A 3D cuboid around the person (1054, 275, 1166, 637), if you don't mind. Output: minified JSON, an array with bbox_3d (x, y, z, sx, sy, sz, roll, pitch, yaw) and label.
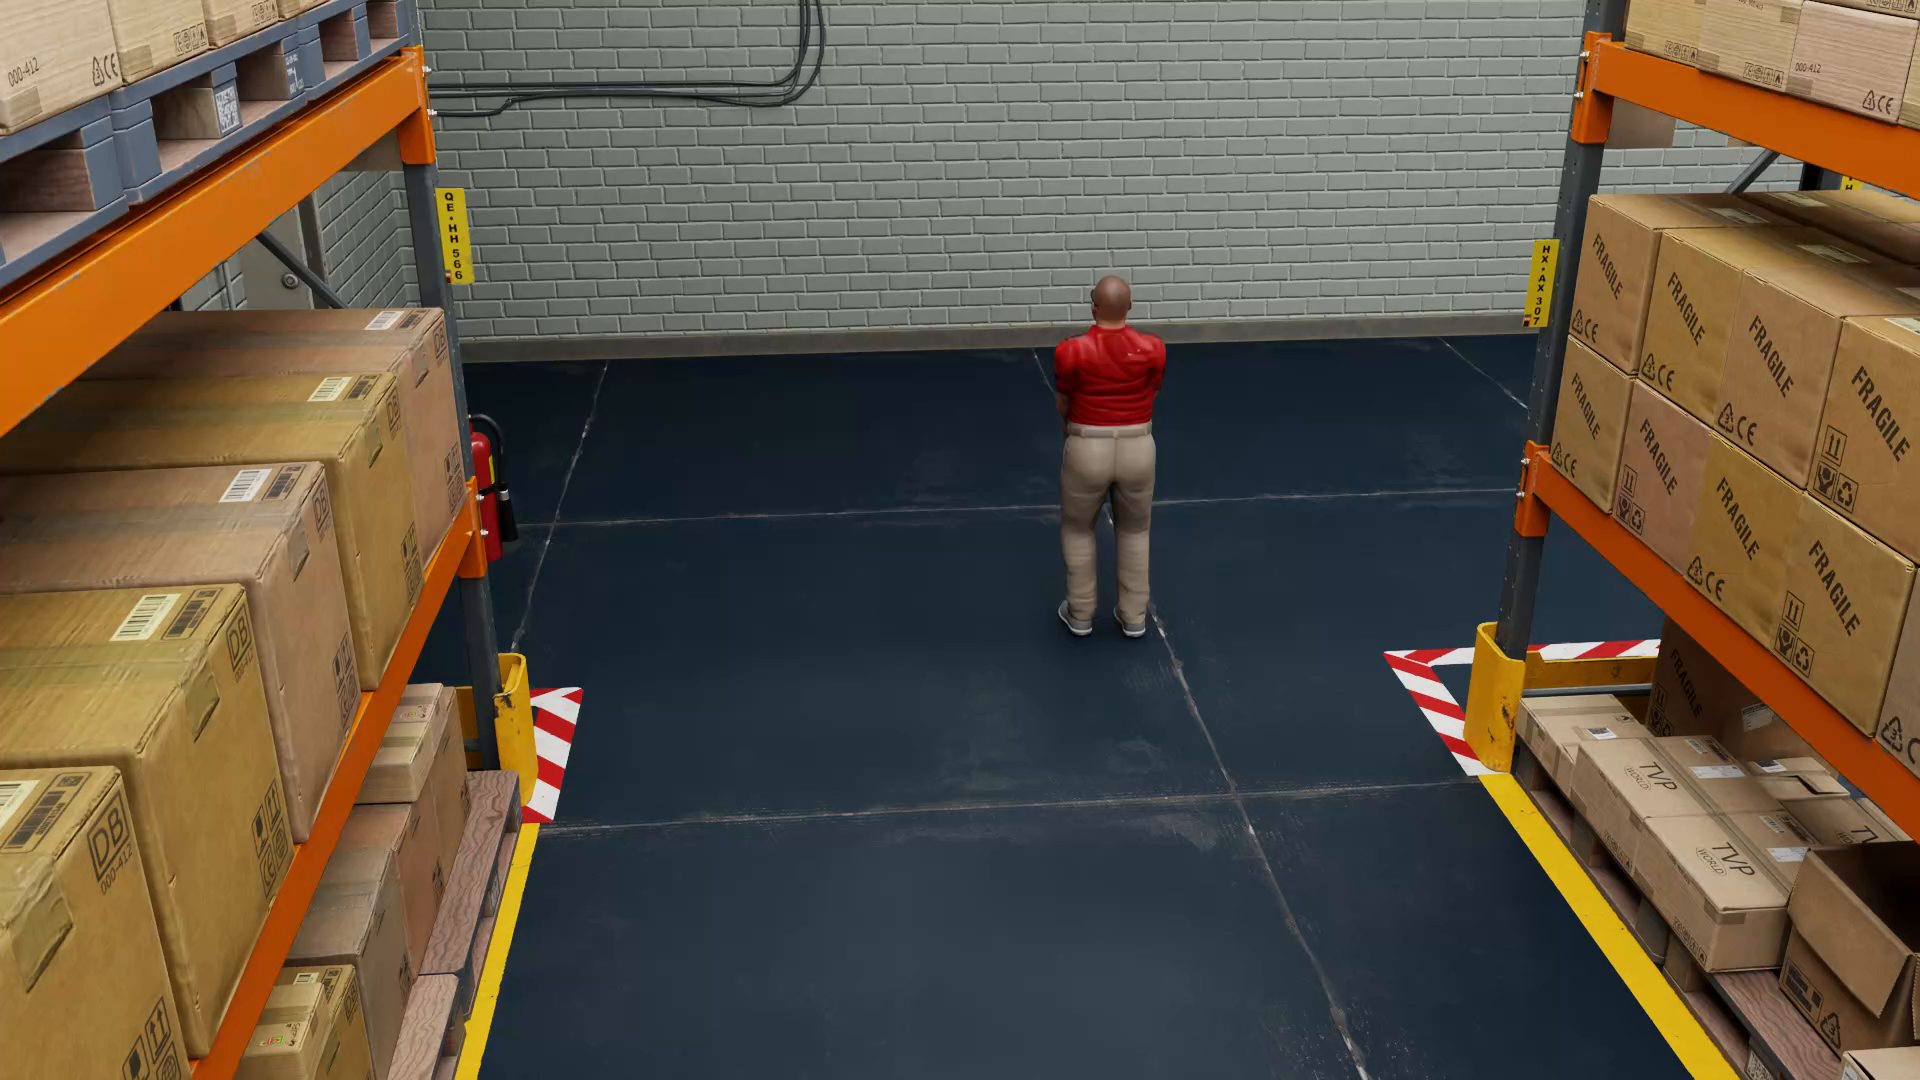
[{"bbox_3d":[0.643,-0.399,7.550,0.493,1.712,0.530,-2,24,-5],"label":"person"}]
